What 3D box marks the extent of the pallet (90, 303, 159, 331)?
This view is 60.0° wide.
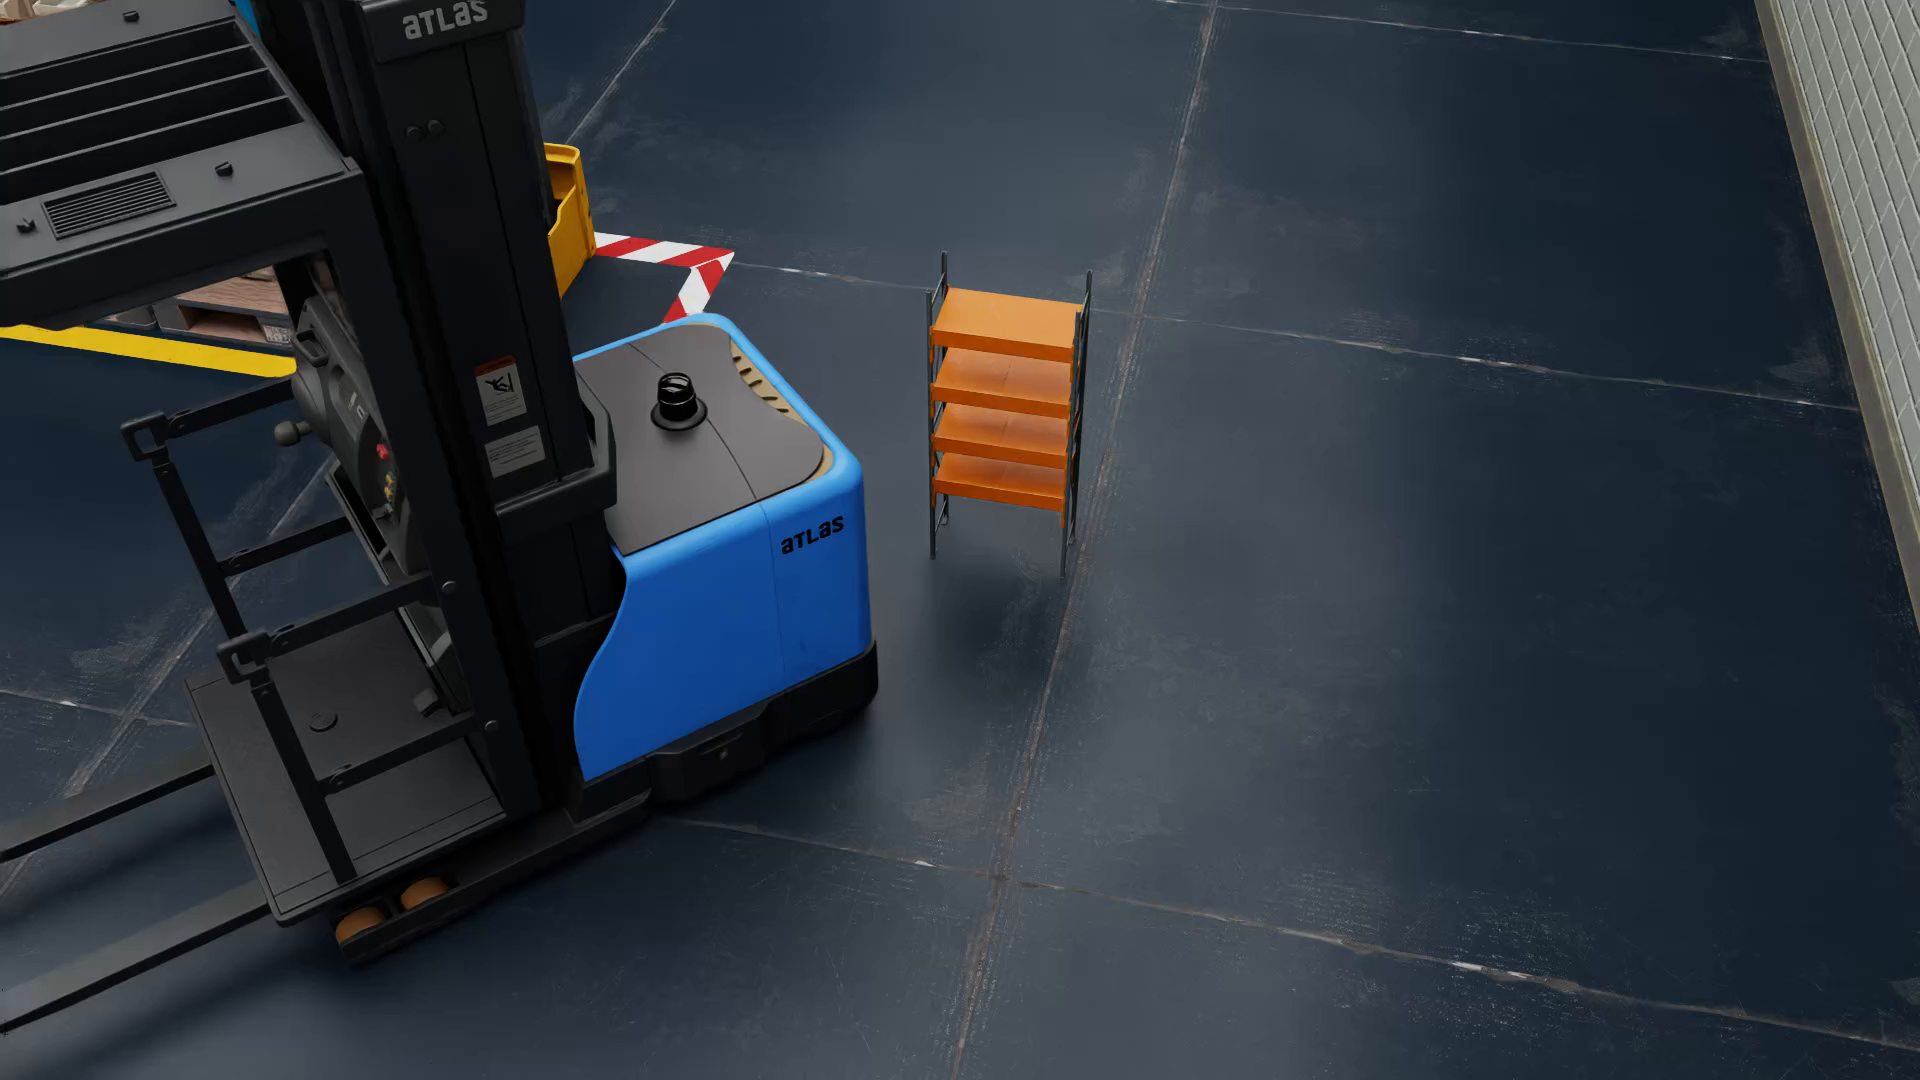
[{"bbox_3d":[-3.960,-1.406,7.558,1.213,0.211,1.003,9,45,9],"label":"pallet"}]

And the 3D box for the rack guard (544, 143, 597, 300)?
[{"bbox_3d":[-1.950,-1.178,7.113,0.348,0.500,1.175,9,45,9],"label":"rack guard"}]

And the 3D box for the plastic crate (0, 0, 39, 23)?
[{"bbox_3d":[-3.662,-2.112,6.429,0.250,0.136,0.298,9,45,9],"label":"plastic crate"}]

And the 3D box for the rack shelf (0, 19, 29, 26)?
[{"bbox_3d":[-3.928,-2.117,6.805,4.000,0.370,1.077,9,45,9],"label":"rack shelf"}]

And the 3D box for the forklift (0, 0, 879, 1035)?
[{"bbox_3d":[-1.793,-0.226,4.371,3.031,2.935,1.130,-24,49,-23],"label":"forklift"}]

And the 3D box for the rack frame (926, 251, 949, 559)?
[{"bbox_3d":[-0.077,-0.444,5.846,0.015,1.200,0.240,9,45,9],"label":"rack frame"}]

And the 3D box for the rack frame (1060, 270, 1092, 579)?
[{"bbox_3d":[0.400,-0.370,5.769,0.015,1.200,0.240,9,45,9],"label":"rack frame"}]

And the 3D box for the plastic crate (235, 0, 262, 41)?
[{"bbox_3d":[-2.344,-2.032,6.129,0.499,0.435,0.616,9,45,9],"label":"plastic crate"}]

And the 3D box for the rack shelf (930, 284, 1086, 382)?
[{"bbox_3d":[0.162,-0.690,5.535,0.480,0.148,0.258,9,45,9],"label":"rack shelf"}]

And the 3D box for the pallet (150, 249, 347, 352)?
[{"bbox_3d":[-2.773,-1.220,7.365,1.213,0.211,1.003,9,45,9],"label":"pallet"}]

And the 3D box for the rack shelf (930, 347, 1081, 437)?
[{"bbox_3d":[0.162,-0.520,5.699,0.480,0.148,0.258,9,45,9],"label":"rack shelf"}]

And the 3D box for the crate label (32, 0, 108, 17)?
[{"bbox_3d":[-3.369,-2.080,6.395,0.243,0.136,0.396,9,45,9],"label":"crate label"}]

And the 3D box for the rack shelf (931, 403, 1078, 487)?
[{"bbox_3d":[0.162,-0.359,5.855,0.480,0.148,0.258,9,45,9],"label":"rack shelf"}]

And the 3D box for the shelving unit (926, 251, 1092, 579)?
[{"bbox_3d":[0.162,-0.407,5.808,0.503,1.200,0.258,9,45,9],"label":"shelving unit"}]

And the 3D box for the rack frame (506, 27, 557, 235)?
[{"bbox_3d":[-1.977,-2.073,6.241,0.127,3.000,1.000,9,45,9],"label":"rack frame"}]

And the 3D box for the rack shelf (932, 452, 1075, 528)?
[{"bbox_3d":[0.162,-0.216,5.992,0.480,0.148,0.258,9,45,9],"label":"rack shelf"}]
